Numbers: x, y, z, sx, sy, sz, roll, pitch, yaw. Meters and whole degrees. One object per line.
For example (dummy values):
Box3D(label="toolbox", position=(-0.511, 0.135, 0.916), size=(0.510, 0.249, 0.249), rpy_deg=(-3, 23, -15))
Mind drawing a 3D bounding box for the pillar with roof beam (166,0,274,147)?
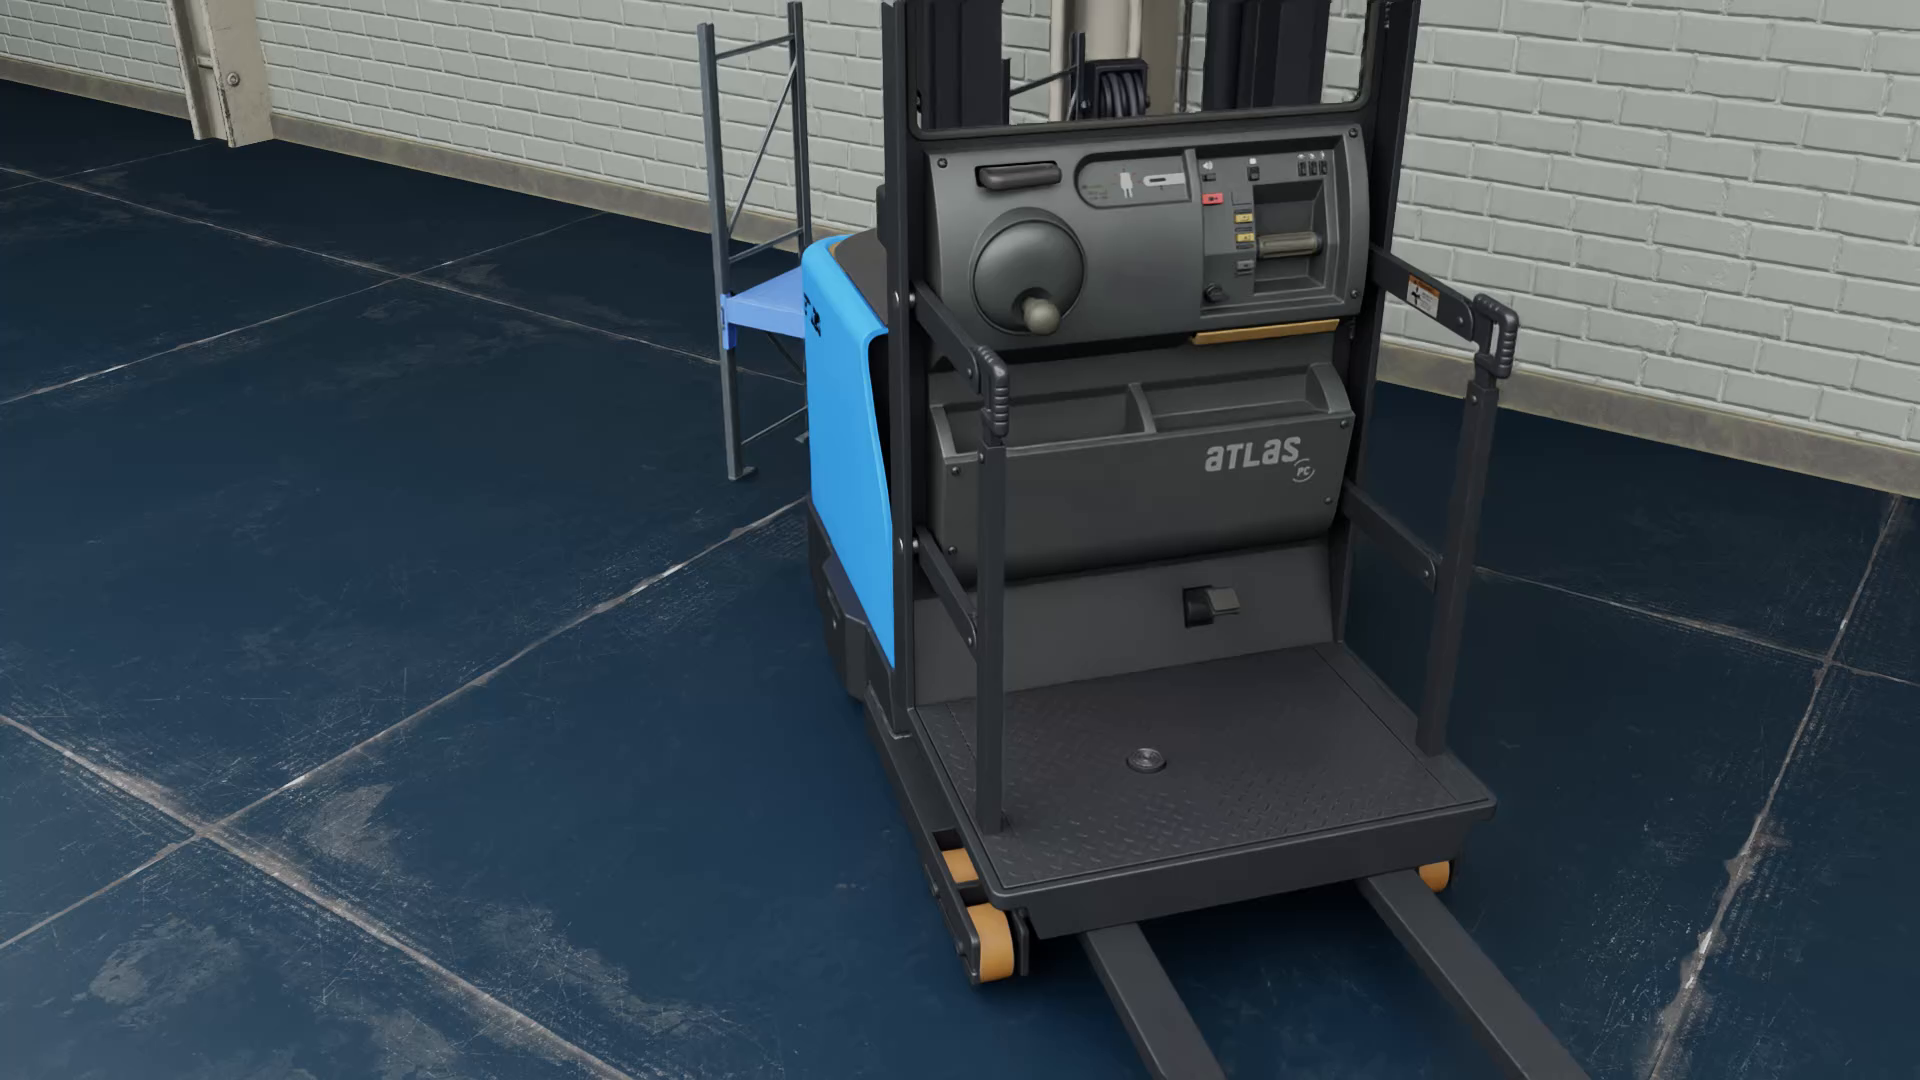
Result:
Box3D(label="pillar with roof beam", position=(-6.788, -4.819, 4.798), size=(0.400, 9.000, 9.100), rpy_deg=(17, 32, 30))

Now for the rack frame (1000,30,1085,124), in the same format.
Box3D(label="rack frame", position=(0.228, -0.732, 5.036), size=(0.032, 1.500, 0.500), rpy_deg=(15, 31, 27))

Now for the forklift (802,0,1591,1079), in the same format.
Box3D(label="forklift", position=(0.457, -0.588, 3.175), size=(1.130, 2.935, 3.031), rpy_deg=(-7, 28, -14))

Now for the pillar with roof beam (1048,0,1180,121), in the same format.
Box3D(label="pillar with roof beam", position=(-1.843, -3.279, 1.771), size=(0.400, 9.000, 9.100), rpy_deg=(17, 32, 30))

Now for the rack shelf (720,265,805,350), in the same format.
Box3D(label="rack shelf", position=(-0.210, -0.690, 5.348), size=(1.000, 0.185, 0.538), rpy_deg=(15, 31, 27))

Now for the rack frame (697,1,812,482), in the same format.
Box3D(label="rack frame", position=(-0.647, -0.967, 5.497), size=(0.032, 1.500, 0.500), rpy_deg=(15, 31, 27))

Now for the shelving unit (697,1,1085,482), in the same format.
Box3D(label="shelving unit", position=(-0.210, -0.850, 5.267), size=(1.048, 1.500, 0.538), rpy_deg=(15, 31, 27))
